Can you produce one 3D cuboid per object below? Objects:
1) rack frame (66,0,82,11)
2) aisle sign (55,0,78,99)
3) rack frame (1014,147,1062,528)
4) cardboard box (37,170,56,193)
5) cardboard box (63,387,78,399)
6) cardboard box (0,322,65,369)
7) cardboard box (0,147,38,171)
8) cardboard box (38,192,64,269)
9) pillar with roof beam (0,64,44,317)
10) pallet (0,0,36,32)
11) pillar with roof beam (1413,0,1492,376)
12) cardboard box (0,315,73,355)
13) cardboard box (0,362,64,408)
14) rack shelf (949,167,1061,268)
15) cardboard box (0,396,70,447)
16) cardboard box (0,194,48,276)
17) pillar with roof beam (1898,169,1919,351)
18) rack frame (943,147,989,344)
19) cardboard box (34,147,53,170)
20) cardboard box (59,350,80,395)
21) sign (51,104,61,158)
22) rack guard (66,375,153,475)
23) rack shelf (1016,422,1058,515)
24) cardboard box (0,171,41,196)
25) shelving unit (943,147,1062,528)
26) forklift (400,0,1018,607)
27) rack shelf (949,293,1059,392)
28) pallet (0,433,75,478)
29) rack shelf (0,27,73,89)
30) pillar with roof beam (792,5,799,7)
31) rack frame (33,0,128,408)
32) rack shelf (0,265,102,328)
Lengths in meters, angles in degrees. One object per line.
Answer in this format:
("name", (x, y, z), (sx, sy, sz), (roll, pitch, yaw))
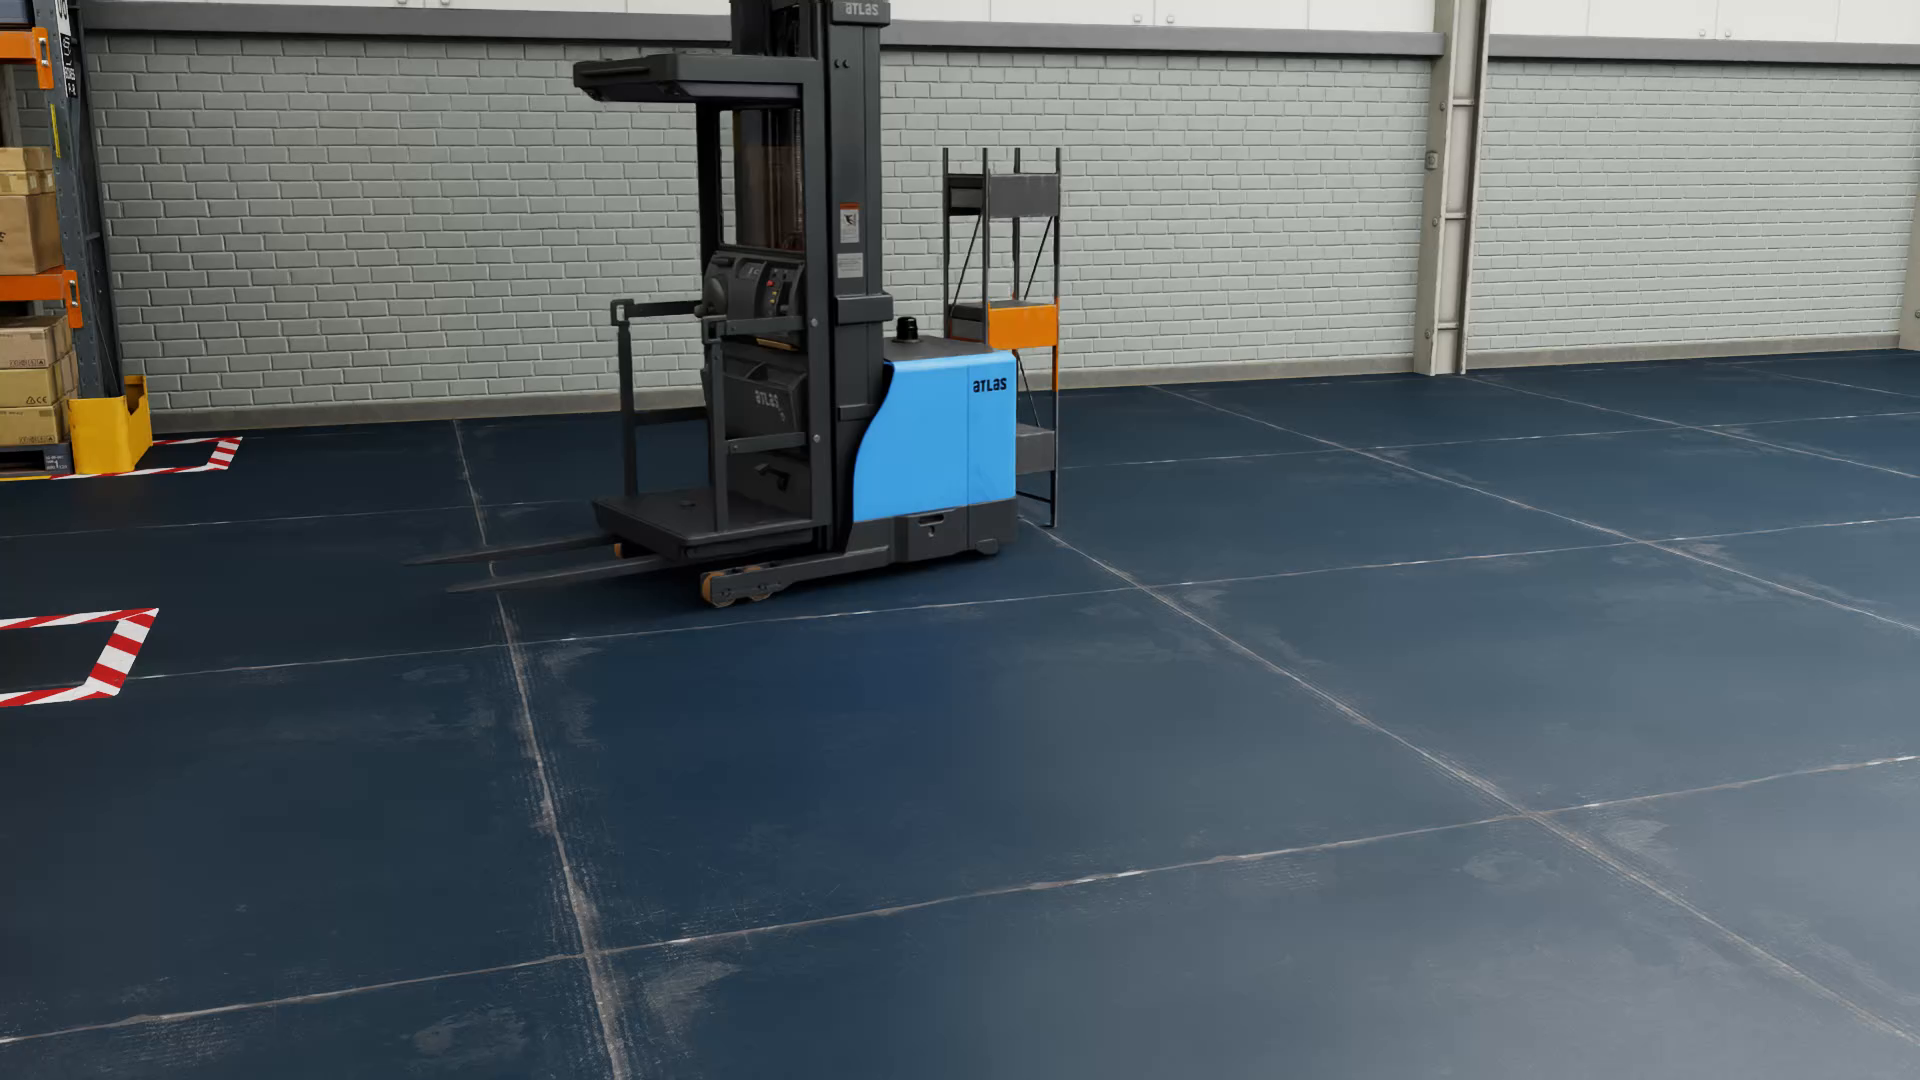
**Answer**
("rack frame", (-5.866, -4.940, 10.466), (0.127, 3.000, 1.000), (-4, 14, -18))
("aisle sign", (-5.710, -3.227, 10.609), (0.004, 0.787, 0.394), (-4, 14, -18))
("rack frame", (0.426, -1.127, 9.341), (0.015, 2.100, 0.400), (-9, 16, -34))
("cardboard box", (-6.271, -2.418, 11.207), (0.250, 0.149, 0.380), (-5, 14, -20))
("cardboard box", (-6.394, -0.895, 11.458), (0.500, 0.250, 0.500), (-4, 14, -18))
("cardboard box", (-6.203, -1.272, 10.883), (0.500, 0.250, 0.500), (-4, 14, -16))
("cardboard box", (-6.139, -2.458, 10.734), (0.250, 0.149, 0.380), (-4, 14, -18))
("cardboard box", (-6.425, -2.095, 11.251), (0.500, 0.500, 0.500), (-4, 14, -16))
("pillar with roof beam", (-5.441, -4.142, 7.111), (0.400, 9.000, 9.100), (-4, 14, -18))
("pallet", (-6.545, -3.391, 10.628), (1.213, 0.211, 1.003), (-4, 14, -18))
("pillar with roof beam", (5.933, -5.028, 10.835), (0.400, 9.000, 9.100), (-4, 14, -18))
("cardboard box", (-6.382, -1.381, 11.339), (0.500, 0.250, 0.500), (-5, 14, -19))
("cardboard box", (-6.228, -1.027, 10.933), (0.500, 0.250, 0.500), (-5, 14, -19))
("rack shelf", (0.228, -1.762, 9.045), (0.480, 0.518, 0.431), (-9, 16, -34))
("cardboard box", (-6.211, -0.784, 10.993), (0.500, 0.250, 0.500), (-4, 14, -18))
("cardboard box", (-6.249, -1.976, 10.754), (0.500, 0.500, 0.500), (-5, 14, -19))
("pillar with roof beam", (11.619, -5.471, 12.696), (0.400, 9.000, 9.100), (-4, 14, -18))
("rack frame", (0.029, -1.061, 9.066), (0.015, 2.100, 0.400), (-9, 16, -34))
("cardboard box", (-6.253, -2.553, 11.132), (0.250, 0.149, 0.380), (-5, 14, -19))
("cardboard box", (-6.378, -1.142, 11.417), (0.500, 0.250, 0.500), (-4, 14, -17))
("sign", (-5.707, -2.580, 10.494), (0.005, 0.325, 0.100), (-4, 14, -18))
("rack guard", (-5.844, -0.807, 11.457), (0.348, 0.500, 1.175), (-4, 14, -18))
("rack shelf", (0.228, -0.399, 9.369), (0.480, 0.518, 0.431), (-9, 16, -34))
("cardboard box", (-6.106, -2.299, 10.707), (0.250, 0.149, 0.380), (-4, 14, -17))
("shelving unit", (0.228, -1.094, 9.204), (0.503, 2.100, 0.431), (-9, 16, -34))
("forklift", (-1.188, -1.248, 8.056), (3.031, 2.935, 1.130), (-9, 16, -34))
("rack shelf", (0.228, -1.080, 9.207), (0.480, 0.518, 0.431), (-9, 16, -34))
("pallet", (-6.578, -0.600, 11.207), (1.213, 0.211, 1.003), (-4, 14, -18))
("rack shelf", (-7.762, -2.983, 10.276), (4.000, 0.370, 1.077), (-4, 14, -18))
("pillar with roof beam", (0.246, -4.585, 8.973), (0.400, 9.000, 9.100), (-4, 14, -18))
("rack frame", (-5.866, -2.022, 11.160), (0.127, 3.000, 1.000), (-4, 14, -18))
("rack shelf", (-7.762, -1.524, 10.623), (4.000, 0.370, 1.077), (-4, 14, -18))
